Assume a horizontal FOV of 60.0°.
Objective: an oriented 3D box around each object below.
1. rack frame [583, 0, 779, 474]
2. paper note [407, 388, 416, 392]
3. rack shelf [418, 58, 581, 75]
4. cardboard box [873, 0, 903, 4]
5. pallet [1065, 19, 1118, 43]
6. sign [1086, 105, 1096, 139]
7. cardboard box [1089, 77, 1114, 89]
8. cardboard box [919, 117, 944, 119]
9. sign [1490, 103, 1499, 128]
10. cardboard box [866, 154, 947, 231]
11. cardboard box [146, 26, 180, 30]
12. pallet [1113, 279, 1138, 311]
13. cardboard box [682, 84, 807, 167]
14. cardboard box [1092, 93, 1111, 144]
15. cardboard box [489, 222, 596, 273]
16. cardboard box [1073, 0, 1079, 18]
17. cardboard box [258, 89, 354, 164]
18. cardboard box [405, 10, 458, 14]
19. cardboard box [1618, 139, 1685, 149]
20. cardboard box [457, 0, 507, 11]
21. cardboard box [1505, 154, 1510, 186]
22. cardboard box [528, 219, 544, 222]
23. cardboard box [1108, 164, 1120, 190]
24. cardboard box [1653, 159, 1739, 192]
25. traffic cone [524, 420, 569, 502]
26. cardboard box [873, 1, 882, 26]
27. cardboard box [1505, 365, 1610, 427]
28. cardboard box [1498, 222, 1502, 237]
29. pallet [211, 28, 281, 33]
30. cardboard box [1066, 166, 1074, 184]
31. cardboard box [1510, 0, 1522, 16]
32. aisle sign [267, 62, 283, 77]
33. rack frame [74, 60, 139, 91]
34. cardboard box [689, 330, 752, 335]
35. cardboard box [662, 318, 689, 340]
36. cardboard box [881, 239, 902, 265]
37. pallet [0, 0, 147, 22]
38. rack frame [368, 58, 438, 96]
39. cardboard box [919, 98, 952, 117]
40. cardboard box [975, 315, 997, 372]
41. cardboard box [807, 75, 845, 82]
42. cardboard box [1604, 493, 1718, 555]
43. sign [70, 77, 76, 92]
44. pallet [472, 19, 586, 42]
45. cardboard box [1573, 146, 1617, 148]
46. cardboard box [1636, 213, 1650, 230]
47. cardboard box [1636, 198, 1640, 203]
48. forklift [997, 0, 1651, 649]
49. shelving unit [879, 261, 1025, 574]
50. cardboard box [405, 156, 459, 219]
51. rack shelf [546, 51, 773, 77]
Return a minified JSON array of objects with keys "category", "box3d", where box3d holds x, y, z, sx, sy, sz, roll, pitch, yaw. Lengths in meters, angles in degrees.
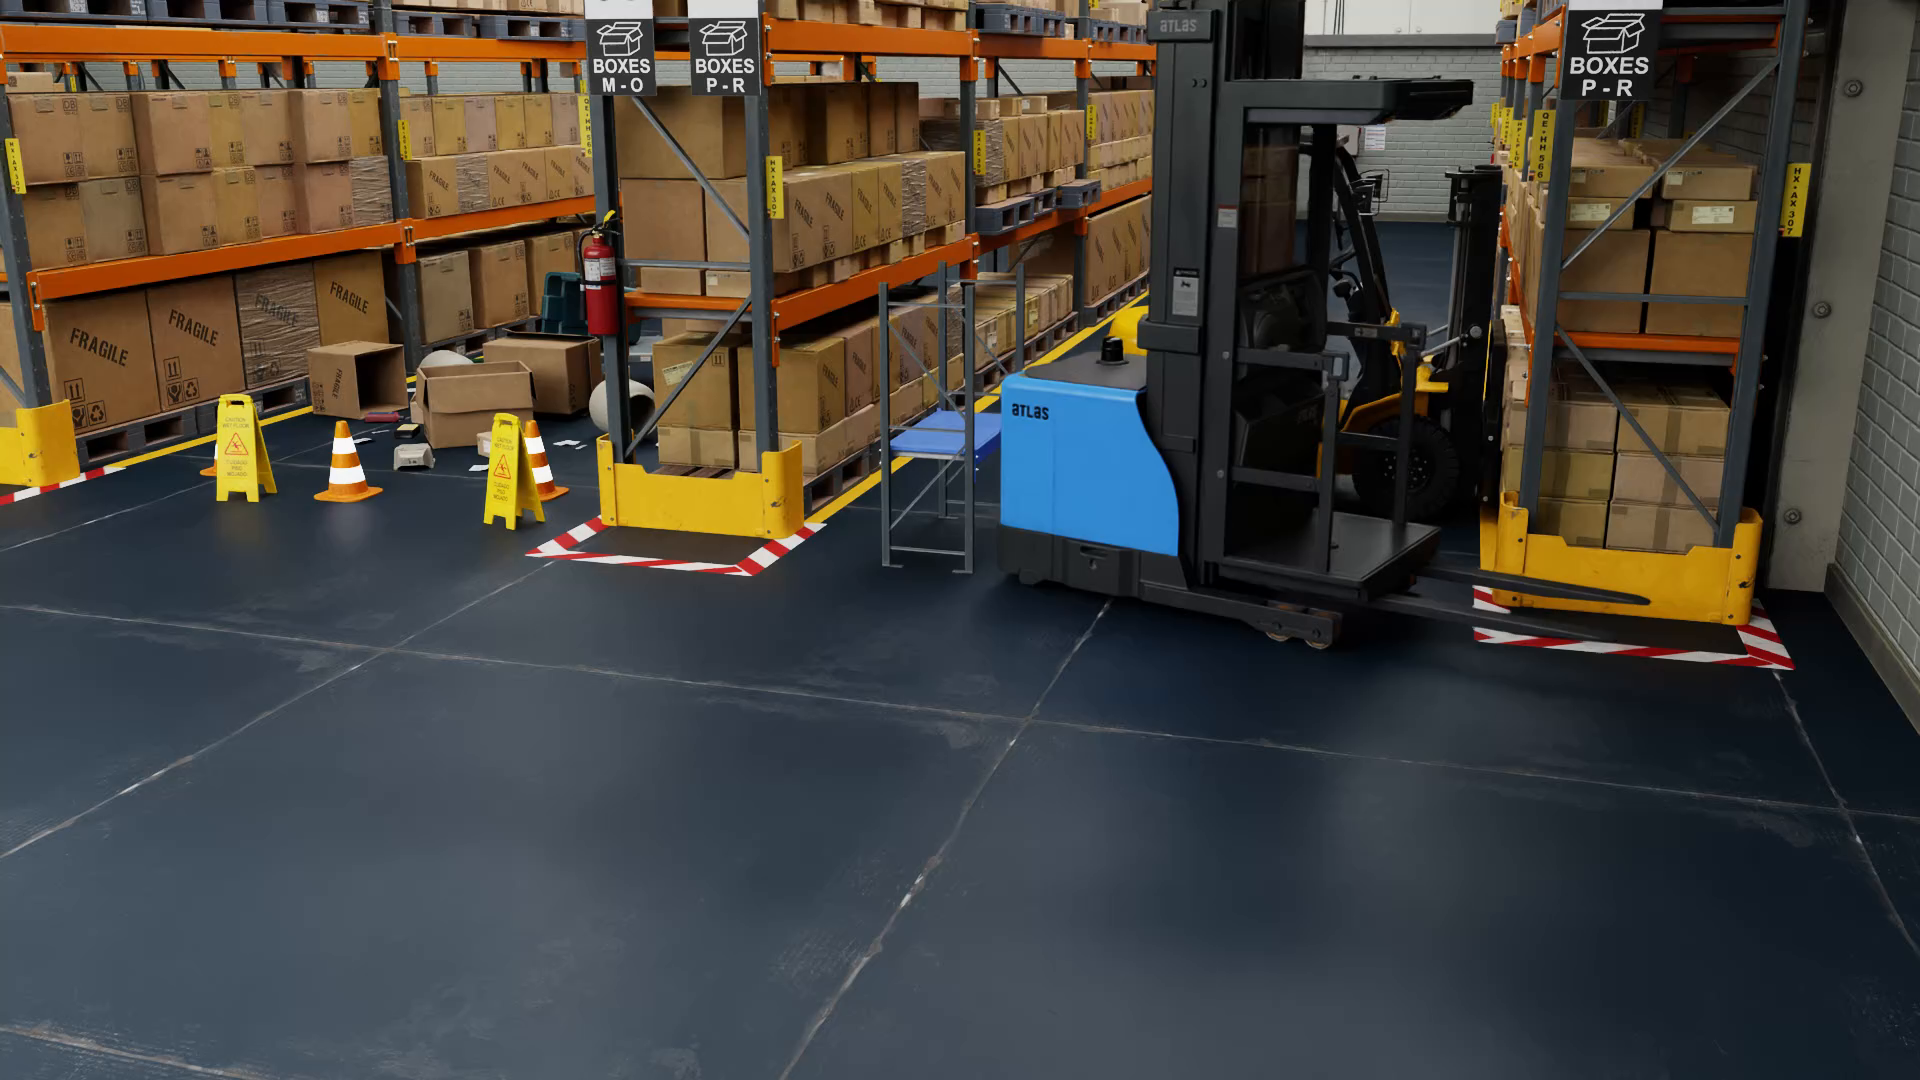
[{"category":"rack frame","box3d":[-1.515,-1.513,9.166,1.000,3.000,0.127,5,16,16]},{"category":"paper note","box3d":[-4.476,-1.242,13.653,0.147,0.020,0.142,-7,17,-23]},{"category":"rack shelf","box3d":[-7.038,-7.041,24.477,1.077,0.370,4.000,5,16,16]},{"category":"cardboard box","box3d":[-0.677,-3.538,10.539,0.500,0.250,0.500,5,17,17]},{"category":"pallet","box3d":[0.891,-5.130,16.769,1.213,0.211,1.003,5,17,18]},{"category":"sign","box3d":[1.281,-4.085,16.258,0.100,0.325,0.005,5,16,16]},{"category":"cardboard box","box3d":[1.678,-5.599,20.367,0.380,0.149,0.250,4,16,15]},{"category":"cardboard box","box3d":[-0.327,-3.221,13.690,0.500,0.500,0.500,5,17,16]},{"category":"sign","box3d":[7.272,-5.773,22.600,0.100,0.325,0.005,5,16,16]},{"category":"cardboard box","box3d":[-0.406,-2.480,11.846,0.500,0.500,0.500,5,17,18]},{"category":"cardboard box","box3d":[-8.771,-5.471,17.898,0.500,0.250,0.500,5,16,16]},{"category":"pallet","box3d":[1.403,-2.783,18.753,1.003,0.211,1.213,5,16,16]},{"category":"cardboard box","box3d":[-1.382,-2.609,10.469,0.700,0.500,0.500,4,16,15]},{"category":"cardboard box","box3d":[1.265,-4.375,17.243,0.500,0.500,0.500,5,16,16]},{"category":"cardboard box","box3d":[-4.275,-2.931,17.517,1.050,0.750,0.750,4,16,15]},{"category":"cardboard box","box3d":[0.858,-5.573,17.029,0.700,0.500,0.500,4,16,13]},{"category":"cardboard box","box3d":[-5.336,-3.262,13.077,0.875,0.550,0.550,5,16,16]},{"category":"cardboard box","box3d":[-7.441,-7.371,23.188,0.700,0.500,0.500,4,16,13]},{"category":"cardboard box","box3d":[4.470,-2.509,10.762,0.380,0.149,0.250,4,16,14]},{"category":"cardboard box","box3d":[-4.418,-5.018,15.321,0.396,0.266,0.258,5,16,16]},{"category":"cardboard box","box3d":[5.134,-3.295,14.808,0.500,0.250,0.500,5,16,16]},{"category":"cardboard box","box3d":[-6.833,-5.235,25.414,0.875,0.875,0.875,5,16,16]},{"category":"cardboard box","box3d":[1.422,-3.915,17.908,0.500,0.250,0.500,5,17,18]},{"category":"cardboard box","box3d":[3.714,-1.839,8.400,0.380,0.149,0.250,5,17,17]},{"category":"traffic cone","box3d":[-2.630,-0.505,10.261,0.336,0.463,0.334,5,16,16]},{"category":"cardboard box","box3d":[-0.710,-3.307,10.455,0.380,0.149,0.250,4,16,14]},{"category":"cardboard box","box3d":[3.216,-0.768,8.976,0.500,0.250,0.500,5,17,17]},{"category":"cardboard box","box3d":[6.298,-3.507,18.818,0.380,0.149,0.250,5,17,19]},{"category":"pallet","box3d":[-8.611,-5.899,19.479,1.213,0.211,1.003,5,17,18]},{"category":"cardboard box","box3d":[0.855,-3.438,15.643,0.380,0.149,0.250,4,16,15]},{"category":"cardboard box","box3d":[5.777,-5.389,16.843,0.380,0.149,0.250,5,17,17]},{"category":"aisle sign","box3d":[-11.483,-8.144,27.780,0.394,0.787,0.004,5,16,16]},{"category":"rack frame","box3d":[-12.355,-5.805,24.298,1.000,3.000,0.127,5,16,16]},{"category":"cardboard box","box3d":[-1.392,-1.119,10.674,0.500,0.500,0.500,5,17,18]},{"category":"cardboard box","box3d":[-2.093,-1.851,13.552,0.500,0.500,0.500,5,16,16]},{"category":"cardboard box","box3d":[-0.603,-1.930,11.097,0.380,0.149,0.250,5,17,16]},{"category":"pallet","box3d":[-6.089,-3.465,10.716,1.003,0.211,1.213,5,16,16]},{"category":"rack frame","box3d":[-7.606,-5.421,22.944,1.000,3.000,0.127,5,16,16]},{"category":"cardboard box","box3d":[-0.280,-3.584,13.782,0.380,0.149,0.250,4,16,14]},{"category":"cardboard box","box3d":[-0.232,-1.634,13.641,0.950,0.372,0.625,5,17,17]},{"category":"cardboard box","box3d":[-1.917,-6.320,23.554,0.500,0.500,0.500,6,17,19]},{"category":"cardboard box","box3d":[3.572,-0.121,8.529,0.500,0.250,0.500,5,16,16]},{"category":"sign","box3d":[-15.440,-7.897,28.974,0.100,0.325,0.005,5,16,16]},{"category":"pallet","box3d":[-4.148,-5.143,16.813,1.213,0.211,1.003,5,17,18]},{"category":"cardboard box","box3d":[3.717,-2.275,9.936,0.380,0.149,0.250,5,16,16]},{"category":"cardboard box","box3d":[3.779,-1.423,8.666,0.500,0.500,0.500,5,17,18]},{"category":"cardboard box","box3d":[4.099,-2.028,9.611,0.380,0.149,0.250,4,16,14]},{"category":"forklift","box3d":[1.697,-1.078,7.759,3.031,2.935,1.130,10,19,33]},{"category":"shelving unit","box3d":[-0.024,-0.699,9.046,0.538,1.500,1.048,5,16,16]},{"category":"cardboard box","box3d":[-4.745,-3.081,14.513,0.500,0.500,0.500,5,17,16]},{"category":"rack shelf","box3d":[-3.448,-5.583,19.338,1.077,0.370,4.000,5,16,16]}]
